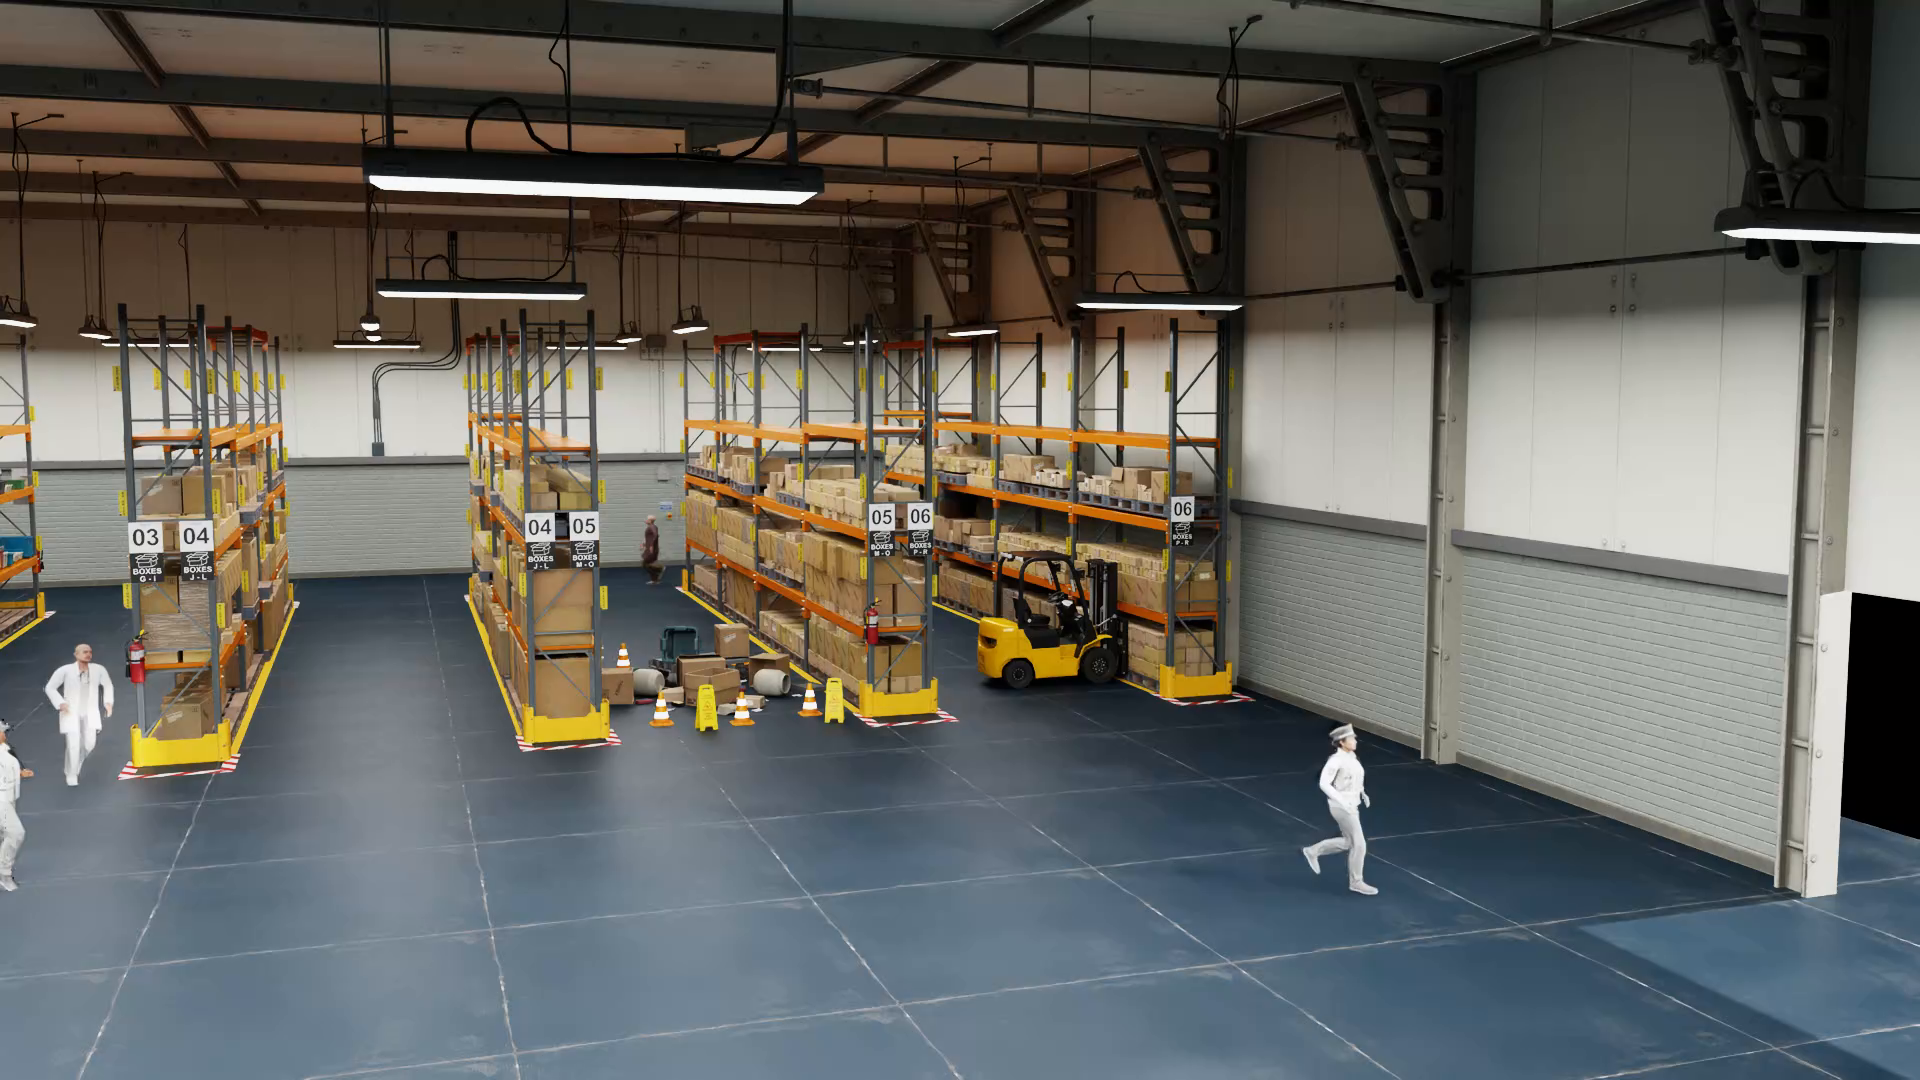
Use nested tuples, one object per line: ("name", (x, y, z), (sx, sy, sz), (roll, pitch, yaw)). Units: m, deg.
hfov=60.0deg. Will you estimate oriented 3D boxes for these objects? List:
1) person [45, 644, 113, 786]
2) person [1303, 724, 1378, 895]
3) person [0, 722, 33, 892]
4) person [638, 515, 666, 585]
("person", (-11.012, 2.275, 20.868), (0.783, 1.530, 0.569), (-5, 7, -42))
("person", (3.739, 2.622, 16.359), (0.781, 1.665, 0.635), (3, 6, 29))
("person", (-9.521, 2.627, 16.461), (0.705, 1.715, 0.574), (0, 5, -3))
("person", (-7.599, 0.351, 41.026), (0.696, 1.543, 0.737), (-1, 5, -6))
